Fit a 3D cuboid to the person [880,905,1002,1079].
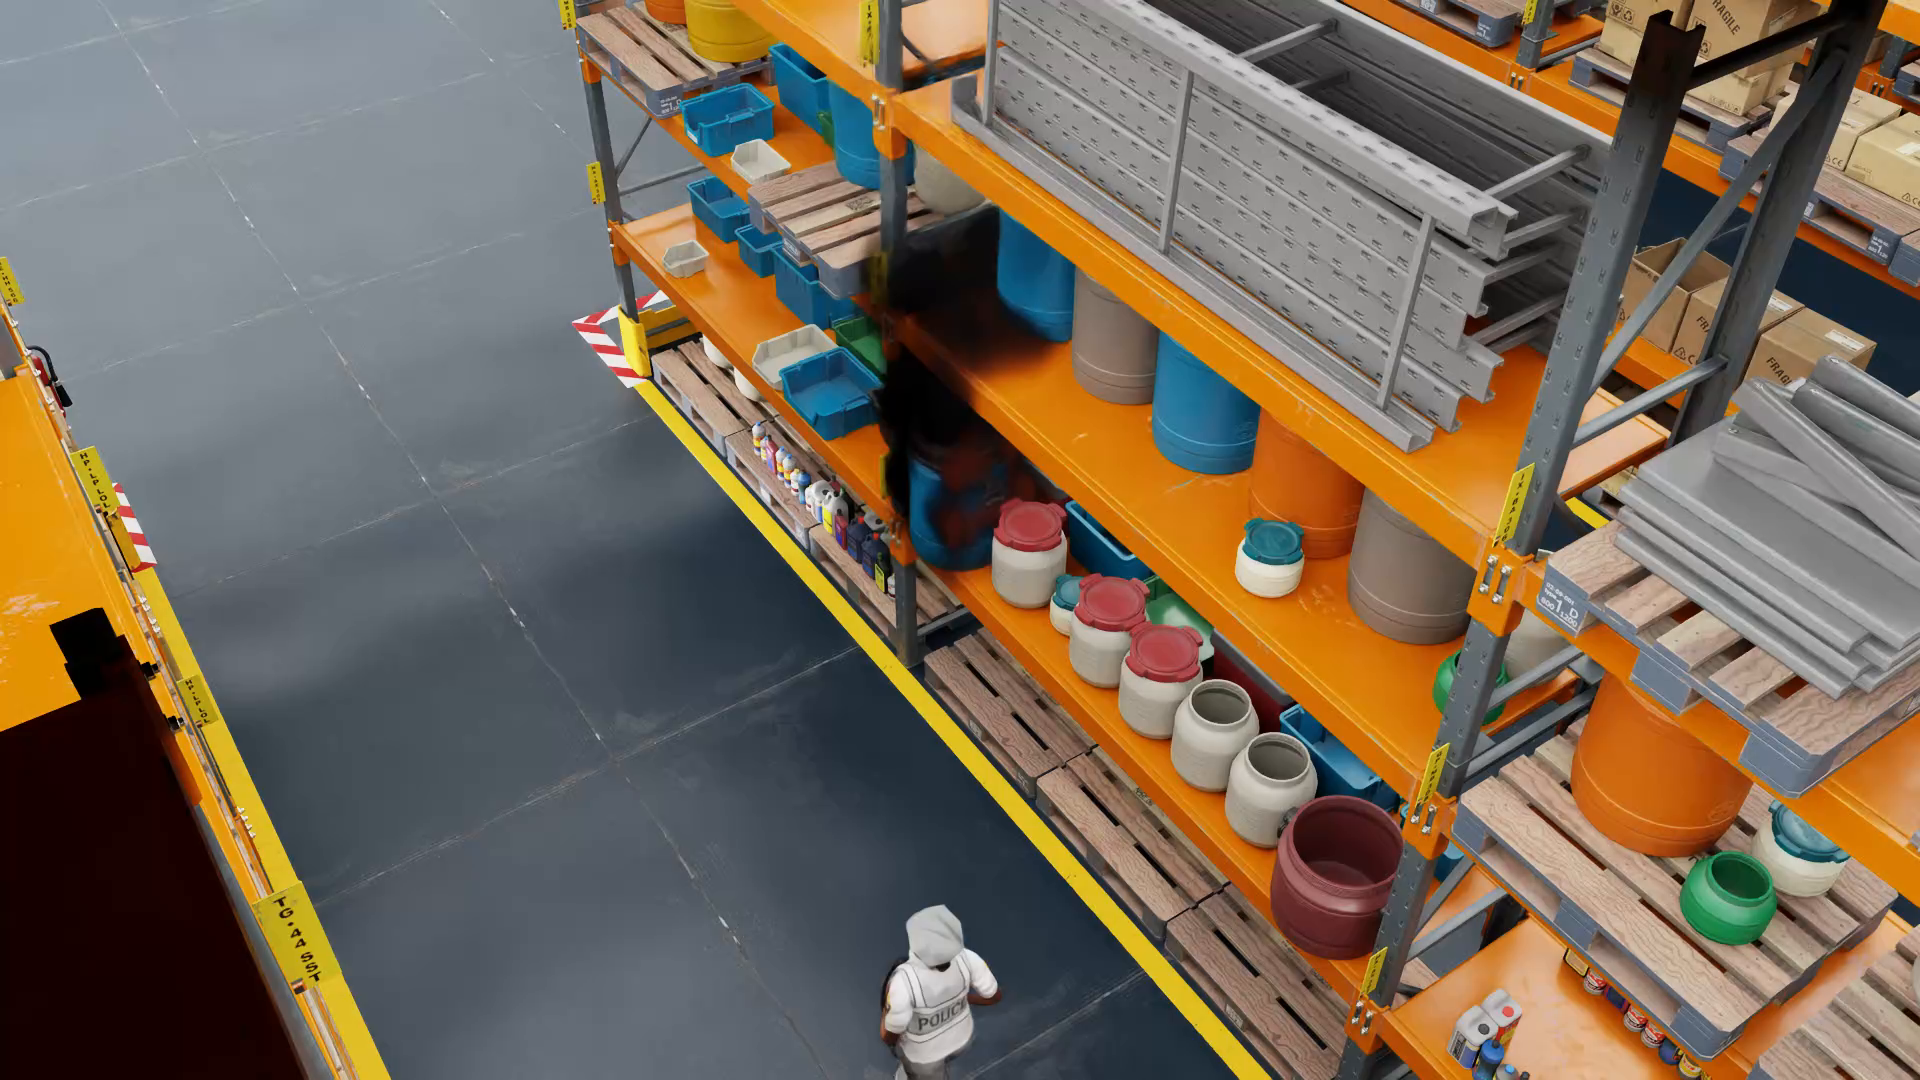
[{"bbox_3d":[-0.111,2.289,7.603,0.571,1.728,0.778,-26,49,-26],"label":"person"}]
